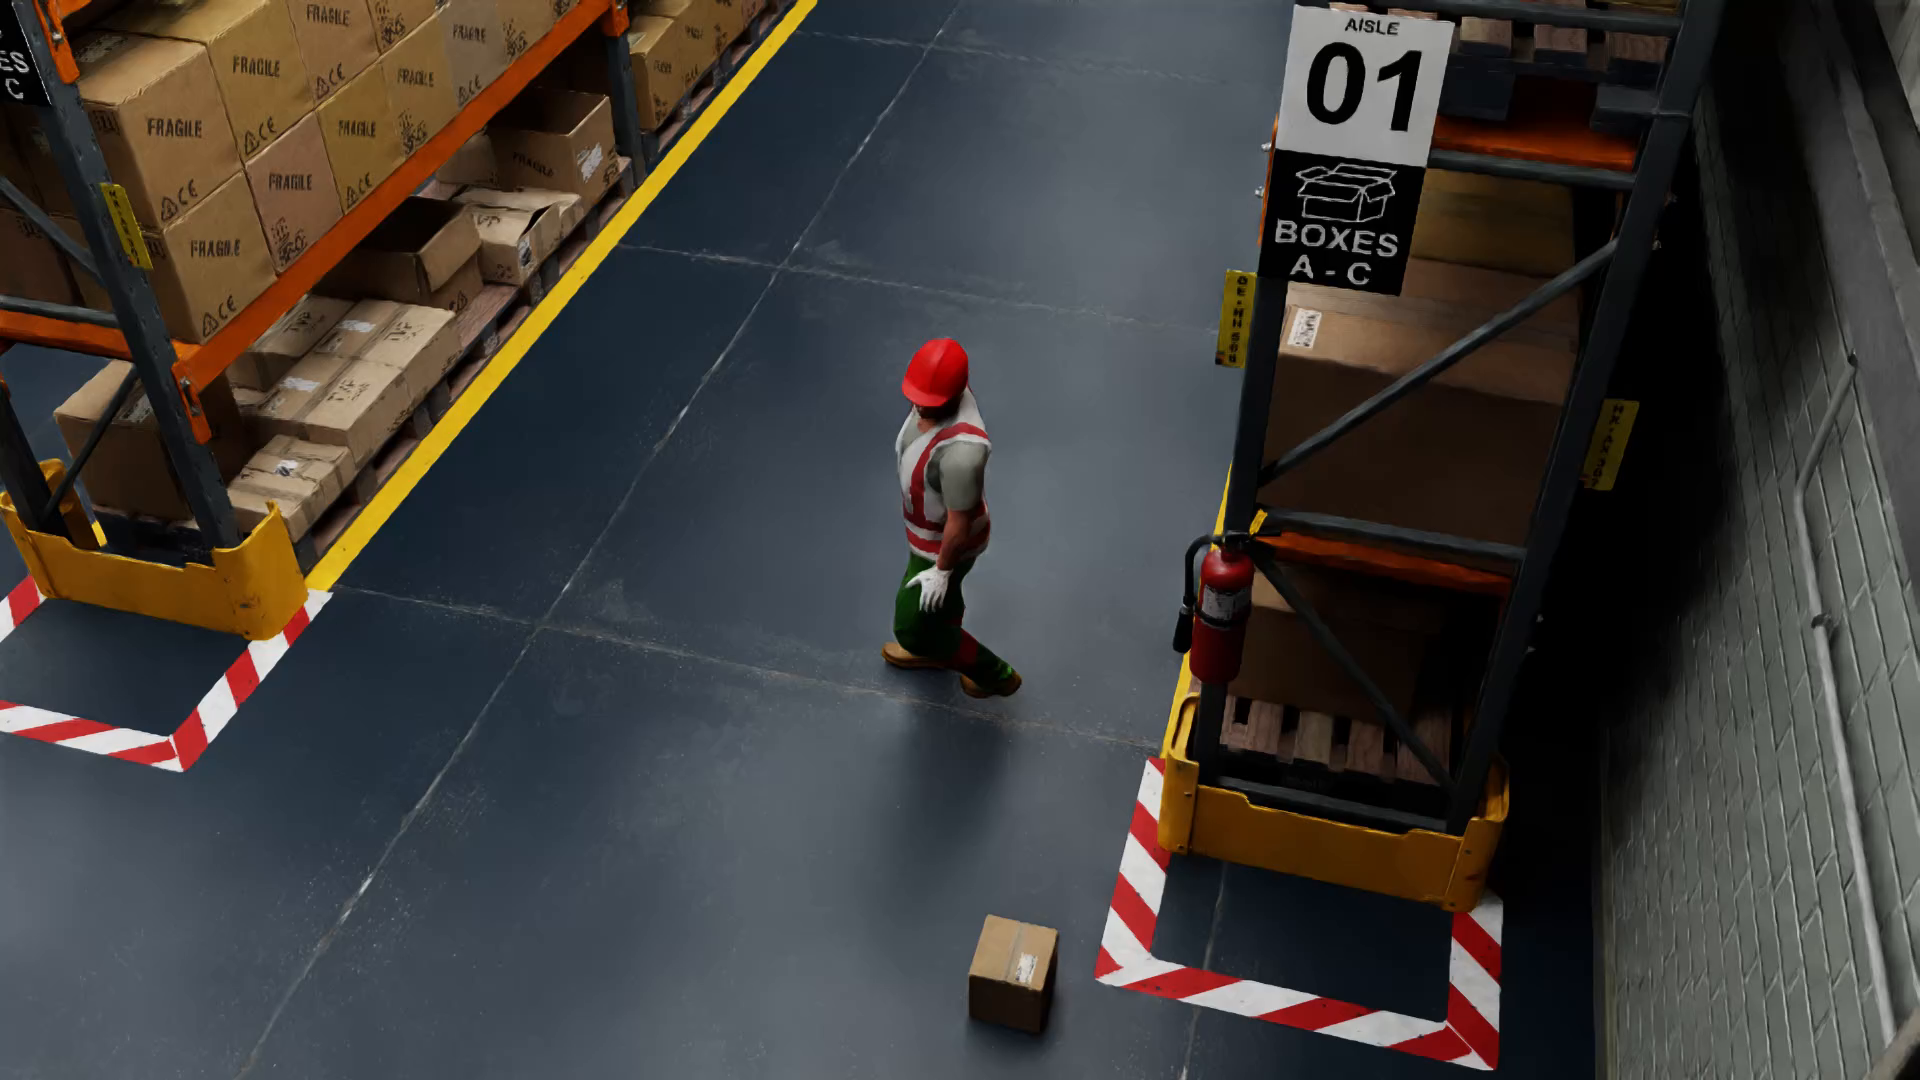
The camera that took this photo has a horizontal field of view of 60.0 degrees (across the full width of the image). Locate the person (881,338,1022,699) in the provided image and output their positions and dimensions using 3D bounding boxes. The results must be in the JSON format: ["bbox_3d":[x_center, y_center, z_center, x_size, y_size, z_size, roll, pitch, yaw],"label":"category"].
[{"bbox_3d":[-0.036,-0.033,6.173,0.532,1.775,0.607,-4,41,-5],"label":"person"}]
